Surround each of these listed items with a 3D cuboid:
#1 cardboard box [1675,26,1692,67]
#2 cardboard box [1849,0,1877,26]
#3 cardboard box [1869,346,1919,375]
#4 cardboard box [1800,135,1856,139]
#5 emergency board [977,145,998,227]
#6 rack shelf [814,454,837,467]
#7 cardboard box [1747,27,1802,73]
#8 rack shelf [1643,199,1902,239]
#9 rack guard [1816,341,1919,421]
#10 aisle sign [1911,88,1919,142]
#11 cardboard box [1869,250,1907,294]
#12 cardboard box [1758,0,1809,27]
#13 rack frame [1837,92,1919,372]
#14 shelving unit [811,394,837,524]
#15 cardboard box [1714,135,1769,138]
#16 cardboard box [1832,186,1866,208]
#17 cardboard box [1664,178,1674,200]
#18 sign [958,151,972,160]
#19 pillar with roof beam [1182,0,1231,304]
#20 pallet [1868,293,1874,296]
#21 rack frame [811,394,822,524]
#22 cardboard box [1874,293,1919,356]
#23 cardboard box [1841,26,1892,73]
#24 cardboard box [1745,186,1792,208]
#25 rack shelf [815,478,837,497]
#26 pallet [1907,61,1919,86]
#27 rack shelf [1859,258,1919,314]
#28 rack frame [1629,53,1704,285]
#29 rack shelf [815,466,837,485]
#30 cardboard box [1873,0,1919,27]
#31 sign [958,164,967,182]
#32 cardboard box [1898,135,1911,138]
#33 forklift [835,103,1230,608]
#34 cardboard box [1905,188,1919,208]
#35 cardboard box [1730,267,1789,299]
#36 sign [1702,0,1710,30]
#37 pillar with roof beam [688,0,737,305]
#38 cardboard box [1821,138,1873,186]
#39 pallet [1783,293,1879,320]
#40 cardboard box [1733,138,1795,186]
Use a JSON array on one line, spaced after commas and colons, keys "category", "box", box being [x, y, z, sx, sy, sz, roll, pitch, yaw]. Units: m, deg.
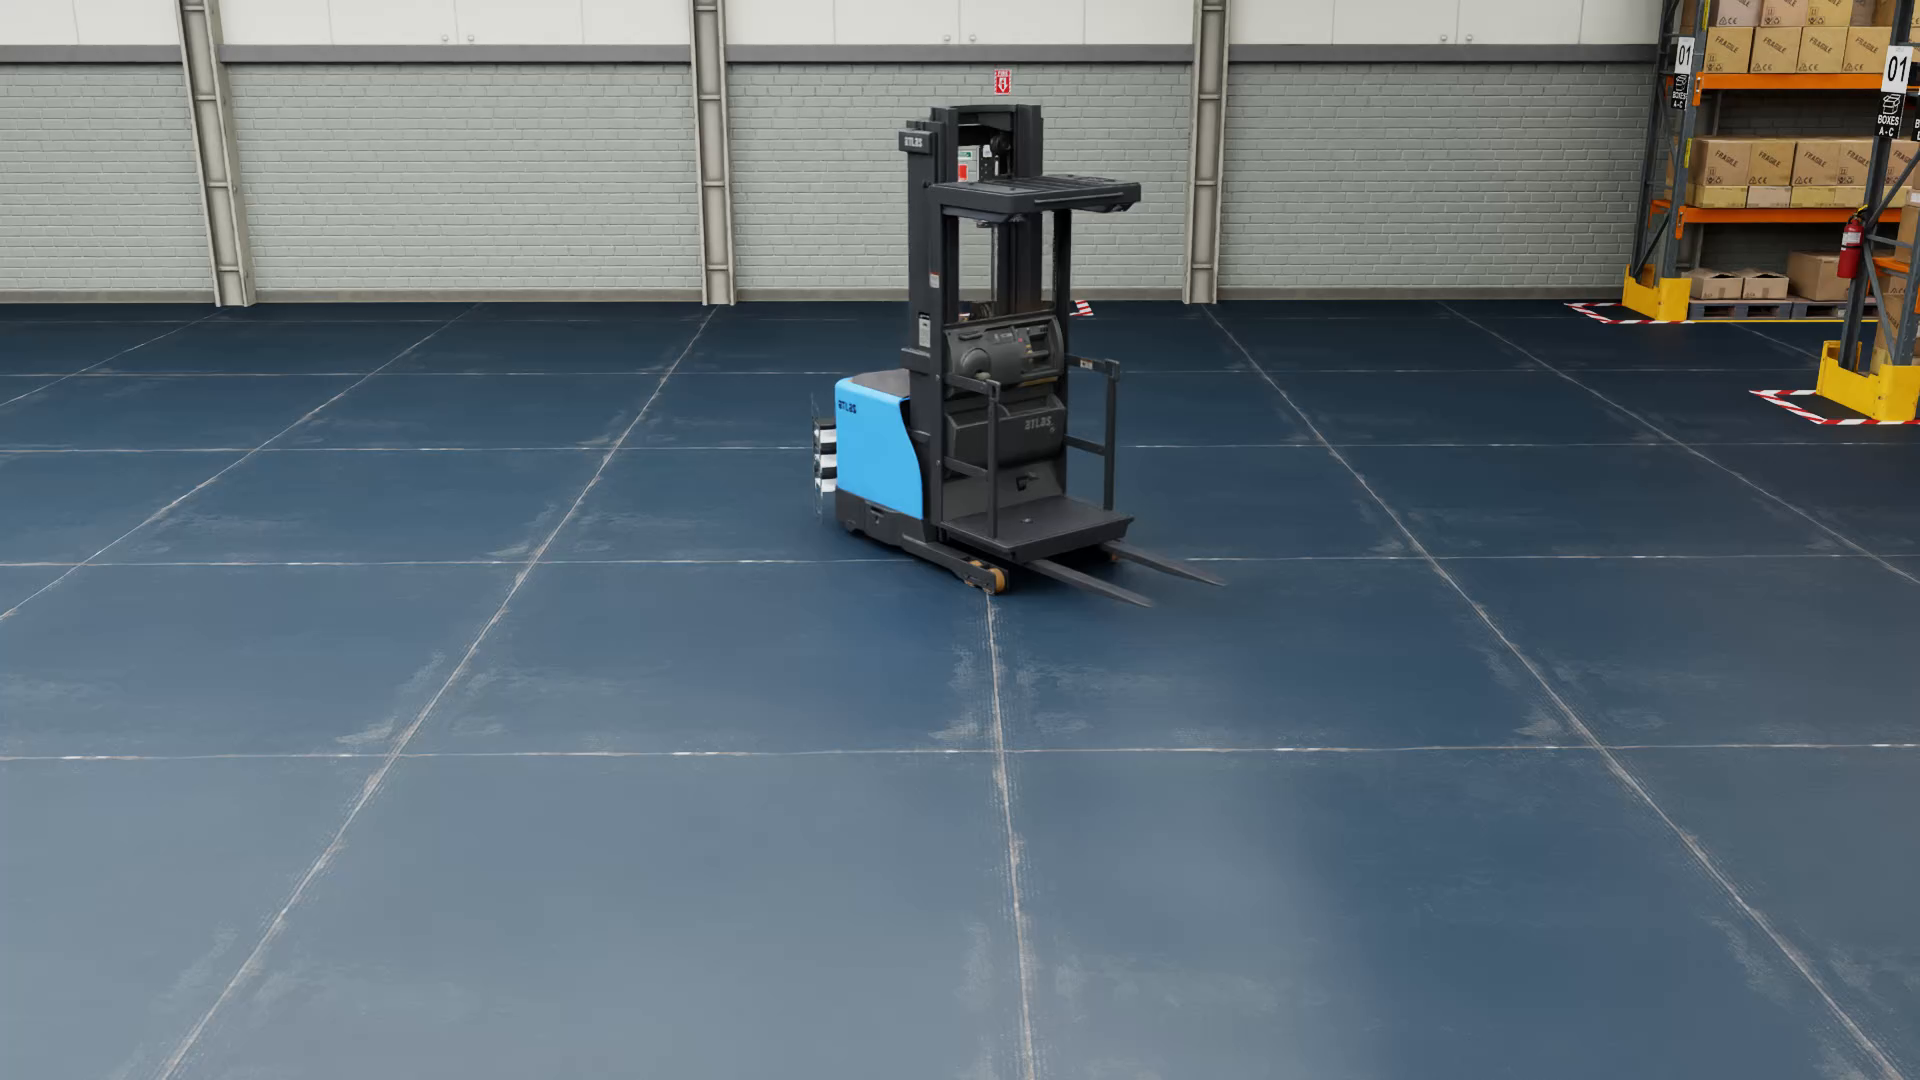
[{"category": "cardboard box", "box": [8.727, -5.745, 19.440, 0.500, 0.500, 0.500, 1, 18, 3]}, {"category": "cardboard box", "box": [10.282, -6.226, 19.301, 0.500, 0.500, 0.500, 0, 18, -1]}, {"category": "cardboard box", "box": [8.927, -1.651, 15.598, 0.500, 0.250, 0.500, 0, 18, -1]}, {"category": "cardboard box", "box": [10.305, -4.549, 19.802, 0.500, 0.500, 0.500, 0, 18, 0]}, {"category": "emergency board", "box": [0.529, -4.419, 20.412, 0.643, 1.169, 0.194, 0, 18, -1]}, {"category": "rack shelf", "box": [-0.925, -0.558, 11.922, 0.200, 0.077, 0.258, -5, 19, -16]}, {"category": "cardboard box", "box": [9.189, -5.583, 18.934, 0.500, 0.500, 0.500, 1, 18, 3]}, {"category": "rack shelf", "box": [10.313, -3.848, 19.809, 4.000, 0.370, 1.077, 0, 18, -1]}, {"category": "rack guard", "box": [8.371, -1.477, 15.334, 0.348, 0.500, 1.175, 0, 18, -1]}, {"category": "aisle sign", "box": [8.335, -3.812, 14.263, 0.004, 0.787, 0.394, 0, 18, -1]}, {"category": "cardboard box", "box": [11.276, -3.202, 19.990, 0.500, 0.500, 0.500, -2, 18, -5]}, {"category": "cardboard box", "box": [9.205, -6.057, 18.774, 0.500, 0.500, 0.500, 0, 18, -1]}, {"category": "rack frame", "box": [8.395, -2.668, 14.953, 0.127, 3.000, 1.000, 0, 18, -1]}, {"category": "shelving unit", "box": [-0.925, -0.589, 11.912, 0.210, 0.900, 0.258, -5, 19, -16]}, {"category": "cardboard box", "box": [9.285, -4.542, 19.782, 0.500, 0.500, 0.500, 0, 18, 0]}, {"category": "cardboard box", "box": [10.340, -4.033, 19.423, 0.500, 0.250, 0.500, 0, 18, 0]}, {"category": "cardboard box", "box": [8.778, -4.180, 19.881, 0.500, 0.250, 0.500, 0, 18, 0]}, {"category": "sign", "box": [-0.021, -4.714, 20.407, 0.331, 0.109, 0.001, 0, 18, -1]}, {"category": "pillar with roof beam", "box": [3.068, -5.961, 15.398, 0.400, 9.000, 9.100, 0, 18, -1]}, {"category": "pallet", "box": [11.642, -2.858, 20.112, 1.213, 0.211, 1.003, 0, 18, -1]}, {"category": "rack frame", "box": [-1.023, -0.581, 11.884, 0.006, 0.900, 0.240, -5, 19, -16]}, {"category": "cardboard box", "box": [8.927, -2.009, 15.486, 0.500, 0.500, 0.500, 0, 18, -1]}, {"category": "cardboard box", "box": [10.244, -5.596, 18.974, 0.500, 0.500, 0.500, 1, 18, 3]}, {"category": "cardboard box", "box": [9.325, -4.031, 19.416, 0.500, 0.250, 0.500, -1, 18, -3]}, {"category": "rack shelf", "box": [-0.925, -0.386, 11.977, 0.200, 0.077, 0.258, -5, 19, -16]}, {"category": "pallet", "box": [9.103, -4.049, 14.494, 1.213, 0.211, 1.003, 0, 18, -1]}, {"category": "rack shelf", "box": [10.395, -2.335, 15.093, 4.000, 0.370, 1.077, 0, 18, -1]}, {"category": "rack frame", "box": [8.313, -4.181, 19.669, 0.127, 3.000, 1.000, 0, 18, -1]}, {"category": "rack shelf", "box": [-0.925, -0.472, 11.949, 0.200, 0.077, 0.258, -5, 19, -16]}, {"category": "cardboard box", "box": [10.746, -6.065, 18.798, 0.500, 0.500, 0.500, -1, 18, -3]}, {"category": "sign", "box": [-0.026, -4.465, 20.497, 0.234, 0.329, 0.001, 0, 18, -1]}, {"category": "cardboard box", "box": [11.322, -4.555, 19.822, 0.500, 0.500, 0.500, 0, 18, -1]}, {"category": "forklift", "box": [0.426, -1.222, 10.560, 1.130, 2.935, 3.031, -14, 22, -36]}, {"category": "cardboard box", "box": [8.774, -3.084, 15.026, 0.250, 0.149, 0.380, -1, 18, -2]}, {"category": "cardboard box", "box": [9.577, -3.088, 19.946, 0.500, 0.311, 0.500, 1, 18, 4]}, {"category": "sign", "box": [8.322, -5.859, 18.561, 0.005, 0.325, 0.100, 0, 18, -1]}, {"category": "pillar with roof beam", "box": [-2.931, -5.932, 15.308, 0.400, 9.000, 9.100, 0, 18, -1]}, {"category": "cardboard box", "box": [10.323, -4.392, 19.314, 0.500, 0.500, 0.500, 0, 18, 1]}, {"category": "pallet", "box": [10.419, -2.851, 20.090, 1.213, 0.211, 1.003, 0, 18, -1]}, {"category": "cardboard box", "box": [9.290, -4.386, 19.294, 0.500, 0.500, 0.500, 0, 18, -1]}]
